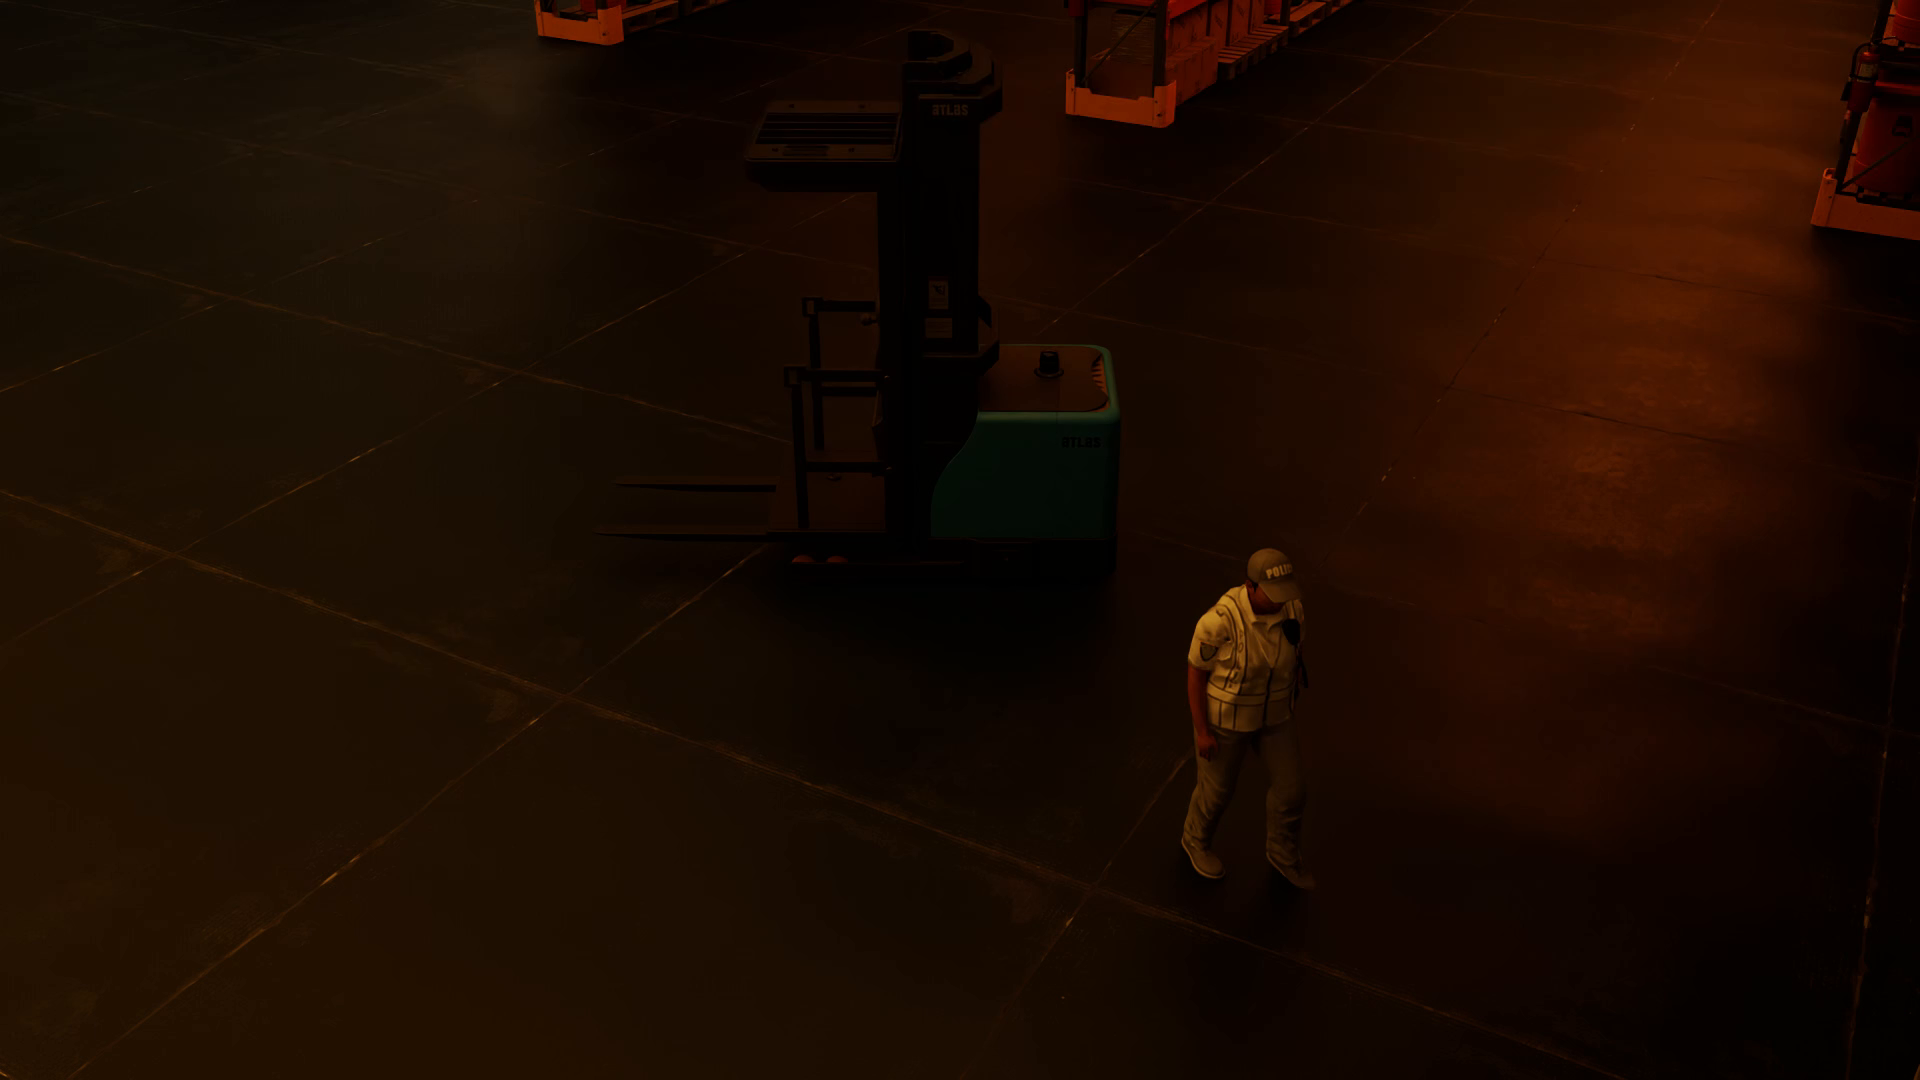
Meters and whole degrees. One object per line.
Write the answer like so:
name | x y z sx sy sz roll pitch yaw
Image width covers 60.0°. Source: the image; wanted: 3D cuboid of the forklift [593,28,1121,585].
forklift | -0.610 -1.275 9.279 3.031 2.935 1.130 0 30 1

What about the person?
person | 1.246 0.780 7.049 0.590 1.698 0.513 -11 32 -18
